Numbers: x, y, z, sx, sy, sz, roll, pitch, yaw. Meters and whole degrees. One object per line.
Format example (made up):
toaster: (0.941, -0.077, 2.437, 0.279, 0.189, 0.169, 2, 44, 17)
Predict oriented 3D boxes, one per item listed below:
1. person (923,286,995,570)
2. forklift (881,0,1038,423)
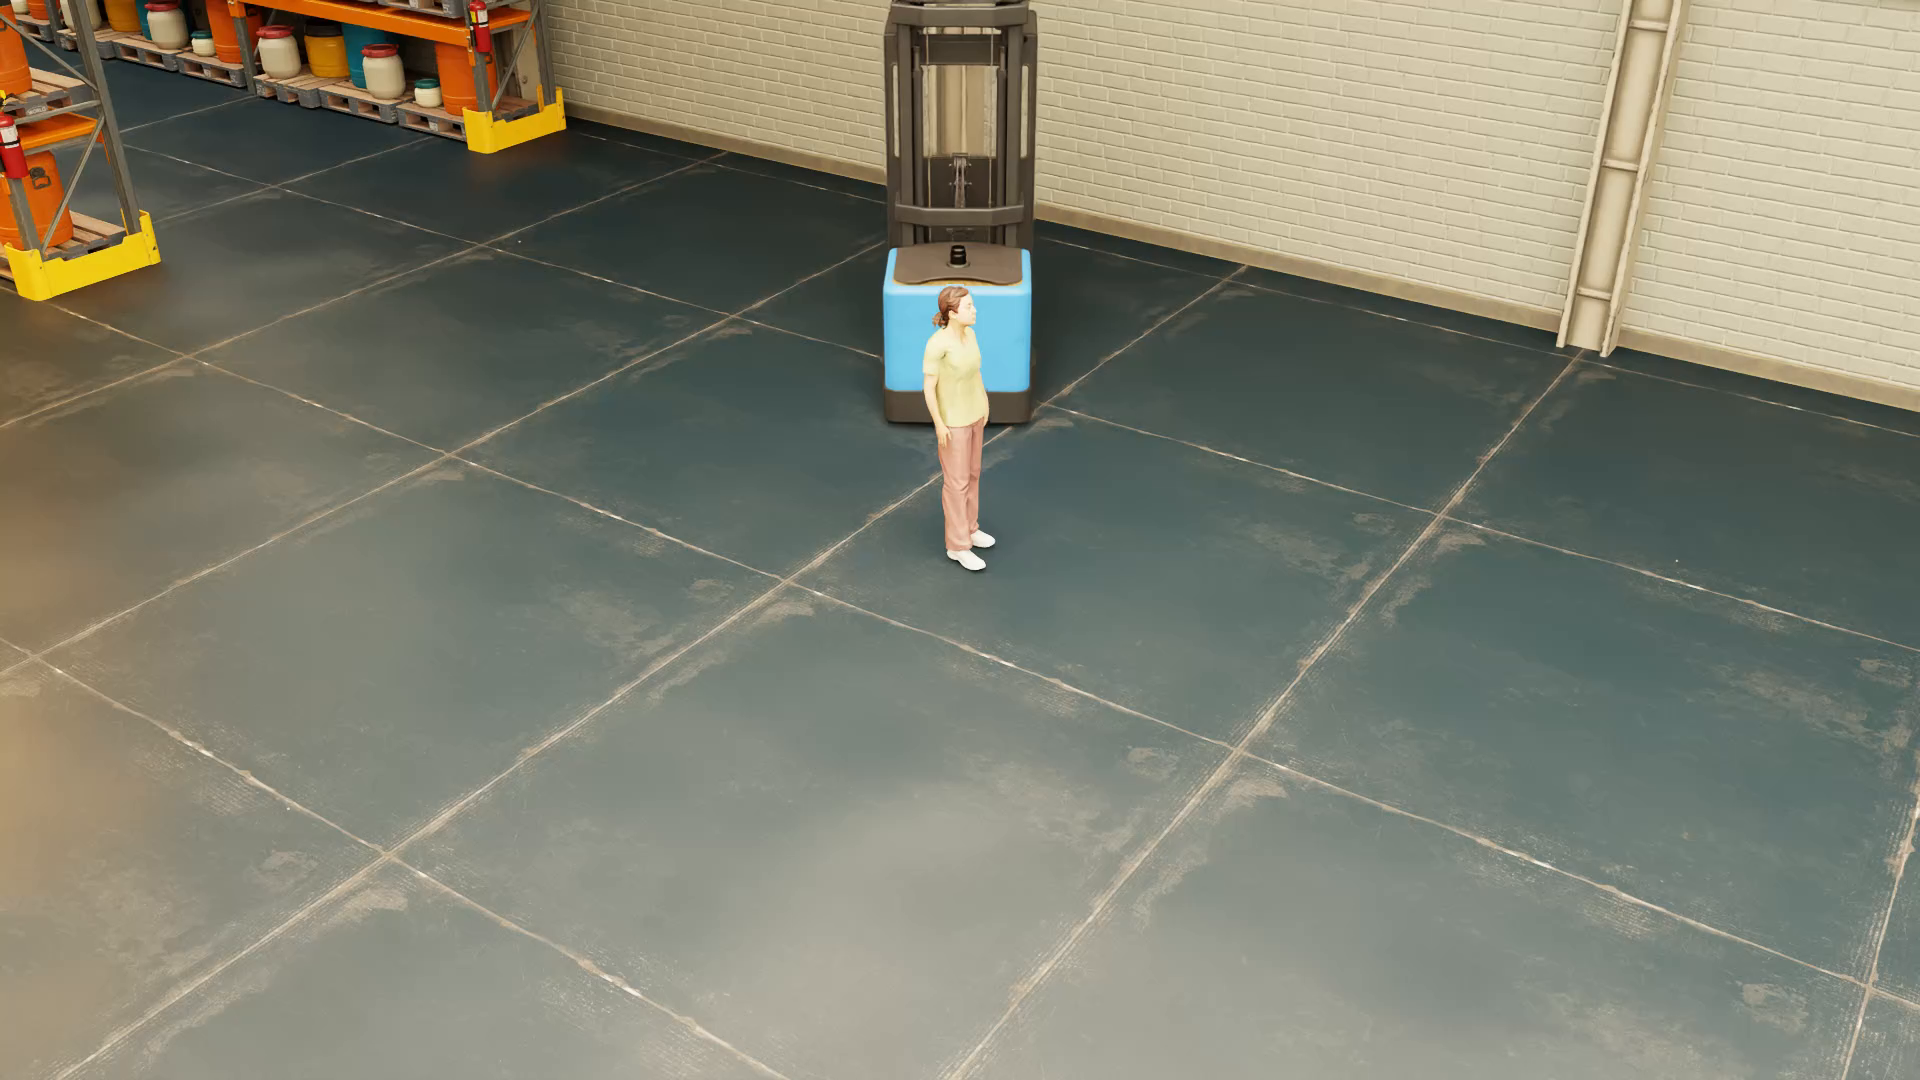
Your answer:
person: (0.055, -0.706, 10.032, 0.549, 1.675, 0.555, 19, 35, 29)
forklift: (0.010, -2.798, 12.400, 1.130, 2.935, 3.031, 1, 30, 1)
